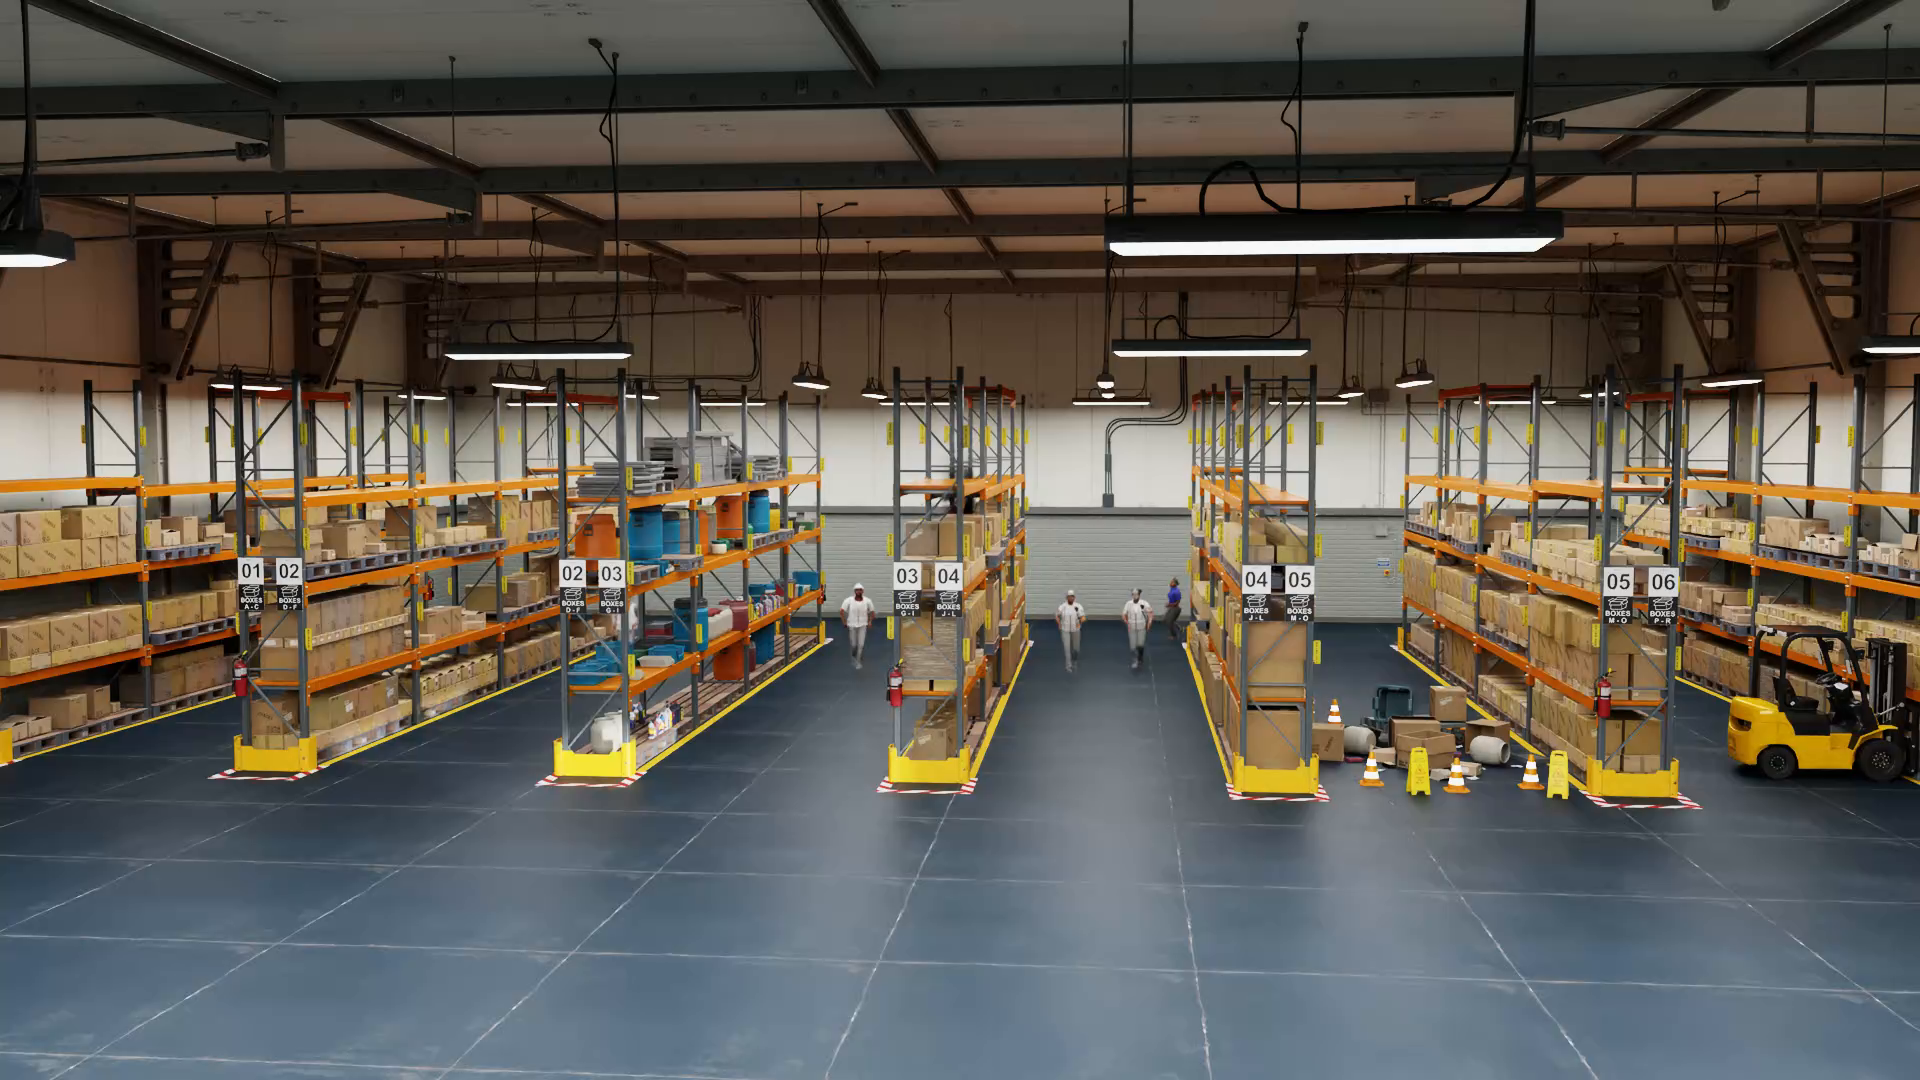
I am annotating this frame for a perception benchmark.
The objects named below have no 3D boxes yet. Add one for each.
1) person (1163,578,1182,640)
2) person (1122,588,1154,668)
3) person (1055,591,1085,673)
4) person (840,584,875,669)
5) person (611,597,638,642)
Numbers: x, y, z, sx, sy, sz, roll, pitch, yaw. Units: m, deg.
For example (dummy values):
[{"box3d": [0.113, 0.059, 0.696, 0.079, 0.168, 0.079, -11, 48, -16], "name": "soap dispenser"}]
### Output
[{"box3d": [5.249, 1.690, 40.761, 0.549, 1.559, 0.678, -1, 4, -11], "name": "person"}, {"box3d": [3.824, 1.904, 35.914, 0.673, 1.746, 0.527, 1, 4, 12], "name": "person"}, {"box3d": [2.207, 1.836, 33.348, 0.613, 1.648, 0.633, 0, 4, 2], "name": "person"}, {"box3d": [-2.082, 1.755, 33.844, 0.705, 1.744, 0.512, 0, 4, -6], "name": "person"}, {"box3d": [-7.189, 1.920, 35.859, 0.664, 1.730, 0.583, 0, 4, -5], "name": "person"}]
